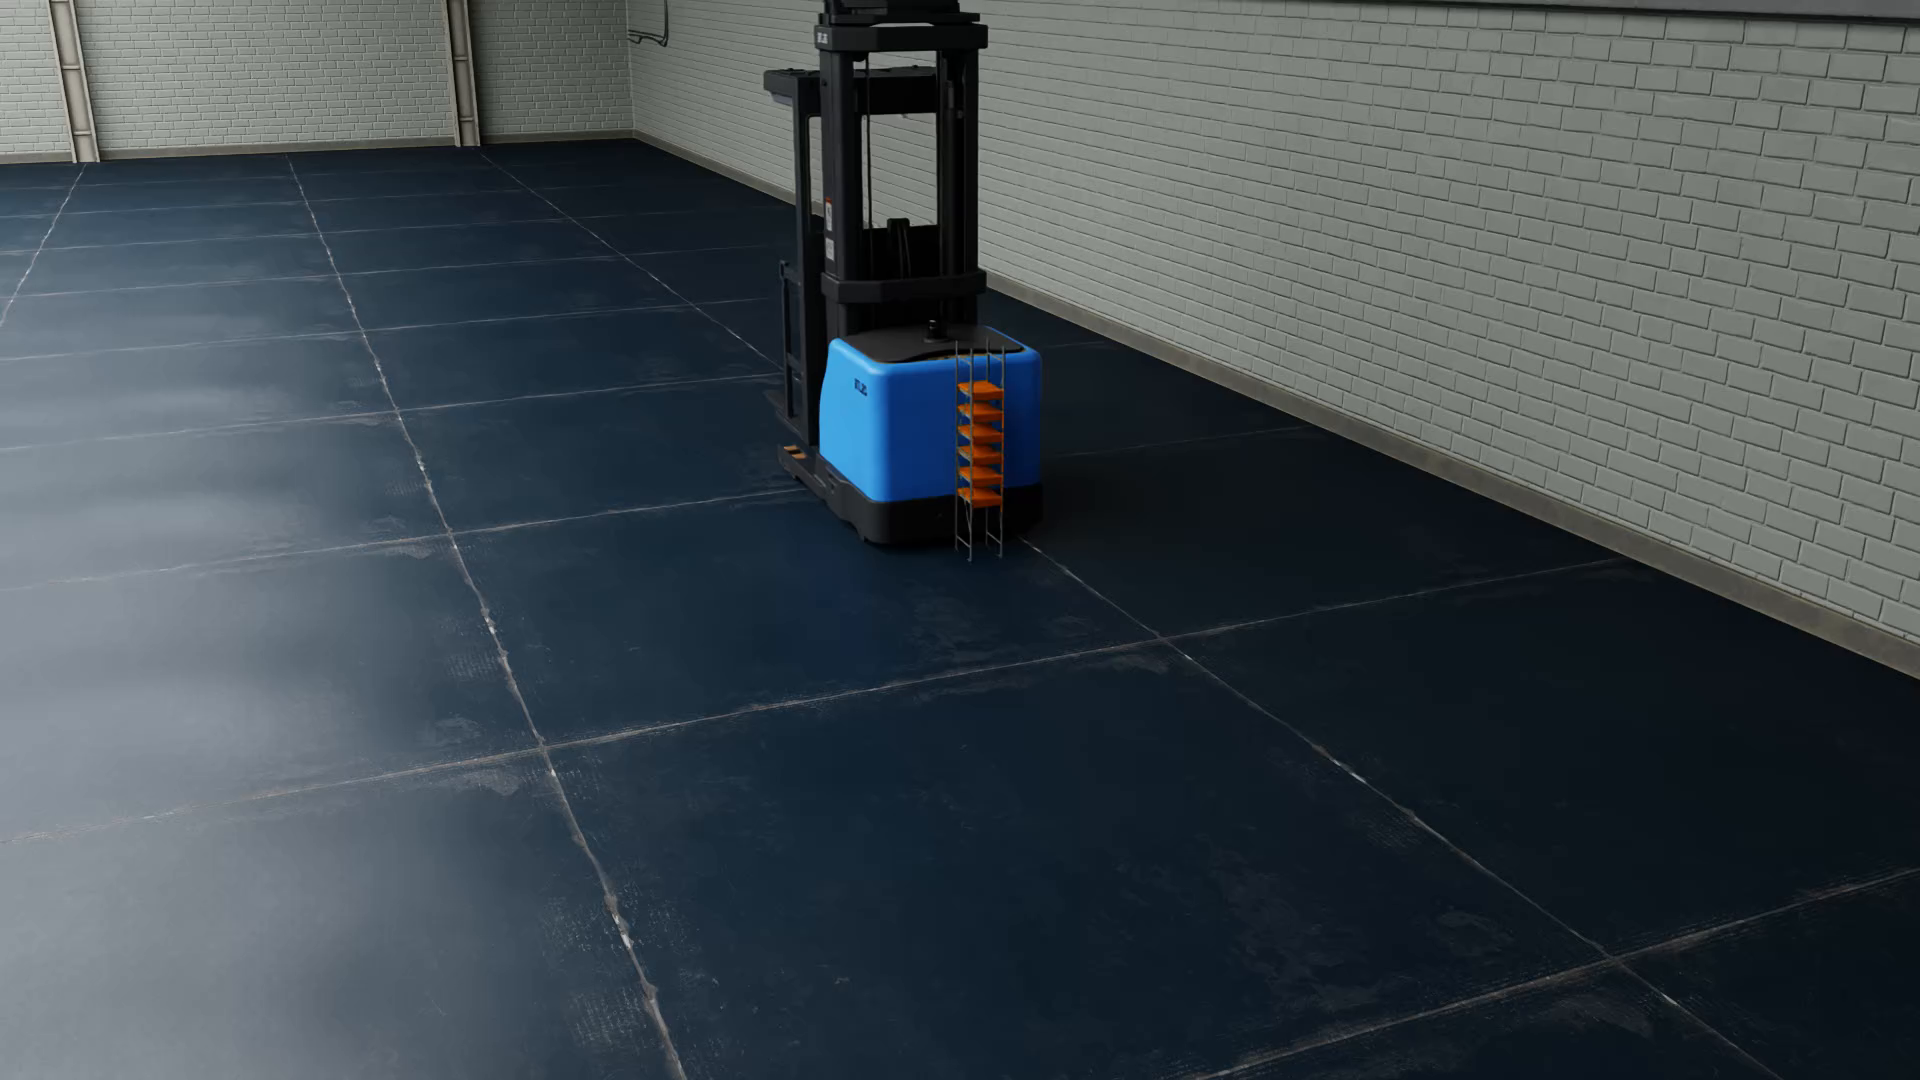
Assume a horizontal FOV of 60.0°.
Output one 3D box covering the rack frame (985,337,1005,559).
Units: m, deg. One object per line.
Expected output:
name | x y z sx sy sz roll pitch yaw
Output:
rack frame | 0.191 -0.499 9.130 0.006 1.200 0.240 -7 21 -20

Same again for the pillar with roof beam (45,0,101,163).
pillar with roof beam | -12.447 -9.074 21.744 0.400 9.000 9.100 -8 21 -22

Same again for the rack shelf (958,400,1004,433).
rack shelf | 0.107 -0.672 9.033 0.180 0.103 0.258 -7 21 -20

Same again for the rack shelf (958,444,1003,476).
rack shelf | 0.106 -0.446 9.114 0.180 0.103 0.258 -7 21 -20

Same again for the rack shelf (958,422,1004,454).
rack shelf | 0.106 -0.559 9.073 0.180 0.103 0.258 -7 21 -20

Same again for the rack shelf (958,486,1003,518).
rack shelf | 0.105 -0.220 9.195 0.180 0.103 0.258 -7 21 -20

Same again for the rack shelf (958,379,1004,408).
rack shelf | 0.107 -0.785 8.992 0.180 0.103 0.258 -7 21 -20

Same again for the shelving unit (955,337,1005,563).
shelving unit | 0.106 -0.488 9.099 0.189 1.200 0.258 -7 21 -20

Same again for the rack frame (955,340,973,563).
rack frame | 0.021 -0.477 9.067 0.006 1.200 0.240 -7 21 -20

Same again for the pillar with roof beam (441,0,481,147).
pillar with roof beam | -6.938 -9.863 23.985 0.400 9.000 9.100 -8 21 -22

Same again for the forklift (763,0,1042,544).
forklift | -0.537 -1.814 10.261 1.130 2.935 3.031 -7 21 -20

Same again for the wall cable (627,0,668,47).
wall cable | -5.414 -9.696 28.185 0.112 2.526 3.097 -8 21 -22

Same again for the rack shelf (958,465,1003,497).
rack shelf | 0.106 -0.333 9.154 0.180 0.103 0.258 -7 21 -20
